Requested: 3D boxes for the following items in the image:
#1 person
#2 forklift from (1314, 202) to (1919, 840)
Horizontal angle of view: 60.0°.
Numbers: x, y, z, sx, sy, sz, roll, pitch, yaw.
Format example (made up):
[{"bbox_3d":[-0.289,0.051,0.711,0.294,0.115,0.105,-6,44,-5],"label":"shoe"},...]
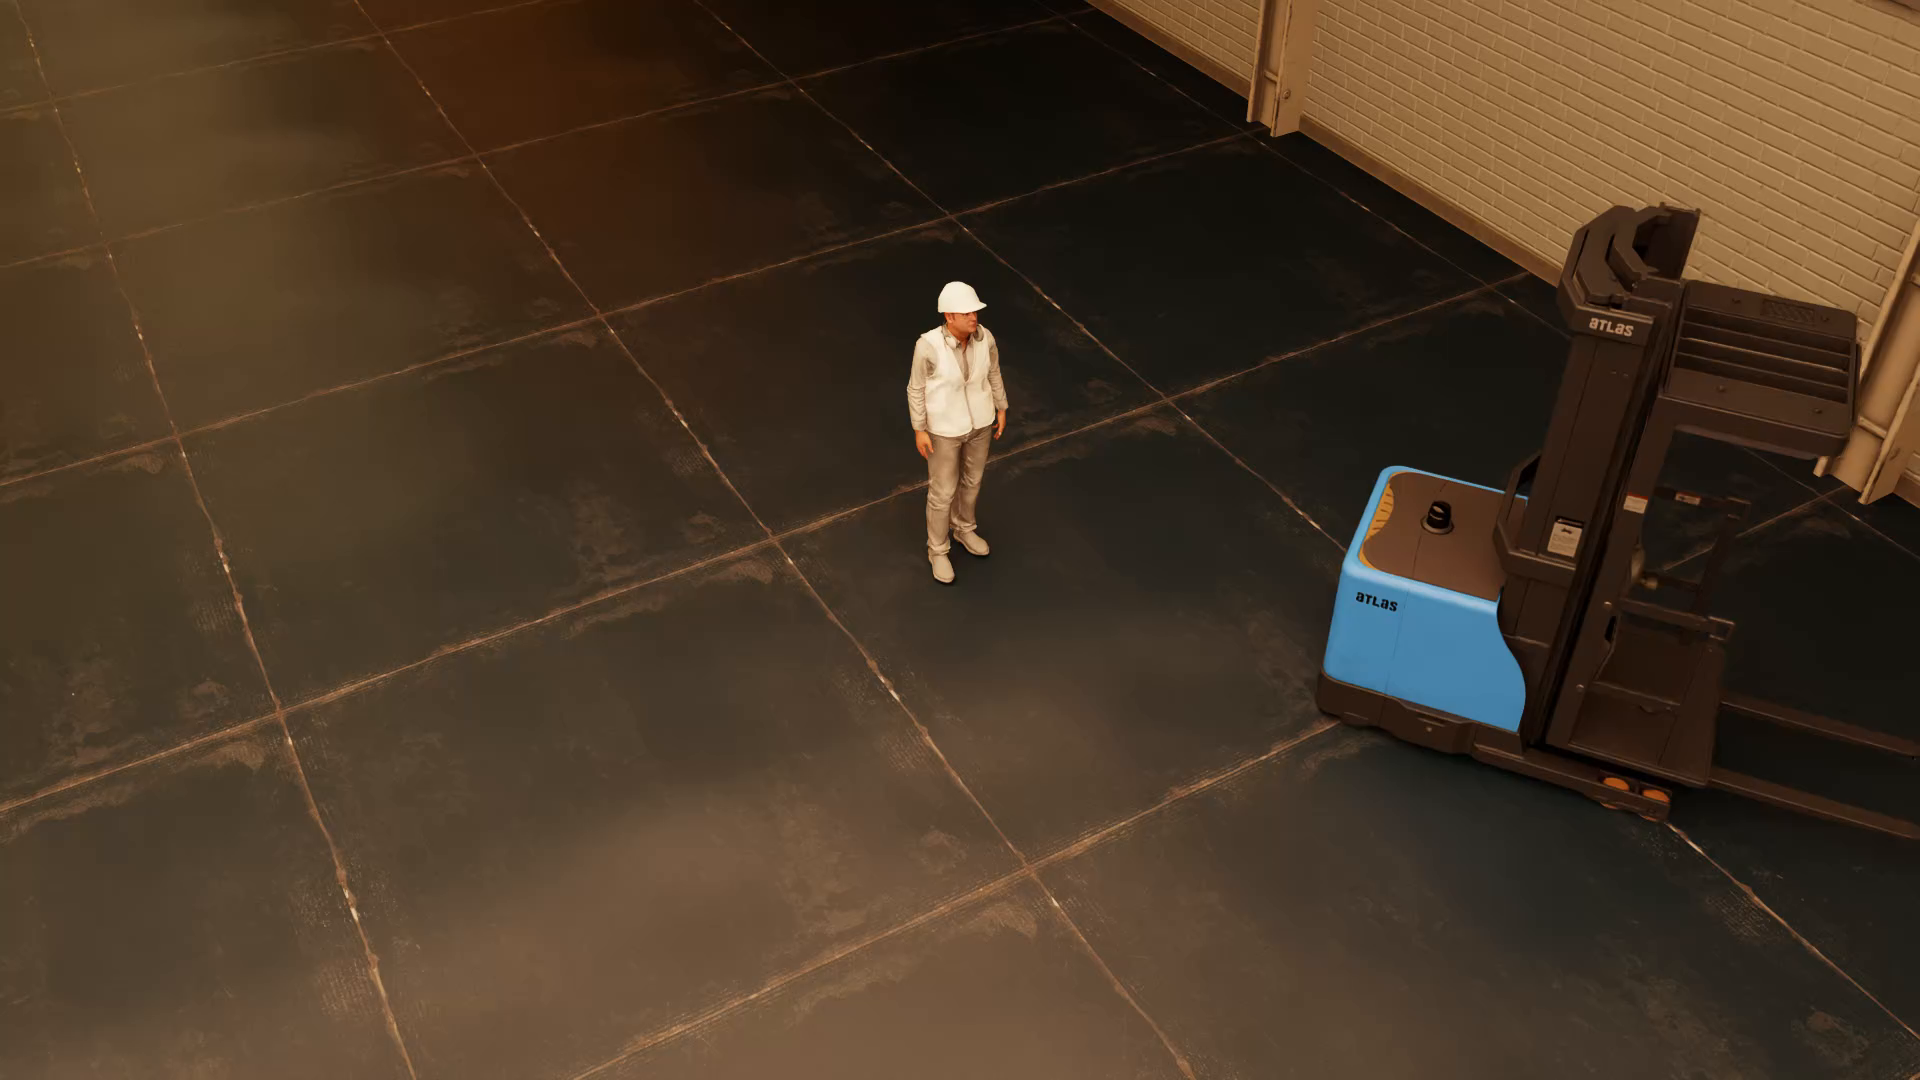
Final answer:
[{"bbox_3d":[0.025,-0.651,9.716,0.633,1.775,0.566,-20,44,-23],"label":"person"},{"bbox_3d":[3.516,-0.068,8.118,3.031,2.935,1.130,16,42,18],"label":"forklift"}]
